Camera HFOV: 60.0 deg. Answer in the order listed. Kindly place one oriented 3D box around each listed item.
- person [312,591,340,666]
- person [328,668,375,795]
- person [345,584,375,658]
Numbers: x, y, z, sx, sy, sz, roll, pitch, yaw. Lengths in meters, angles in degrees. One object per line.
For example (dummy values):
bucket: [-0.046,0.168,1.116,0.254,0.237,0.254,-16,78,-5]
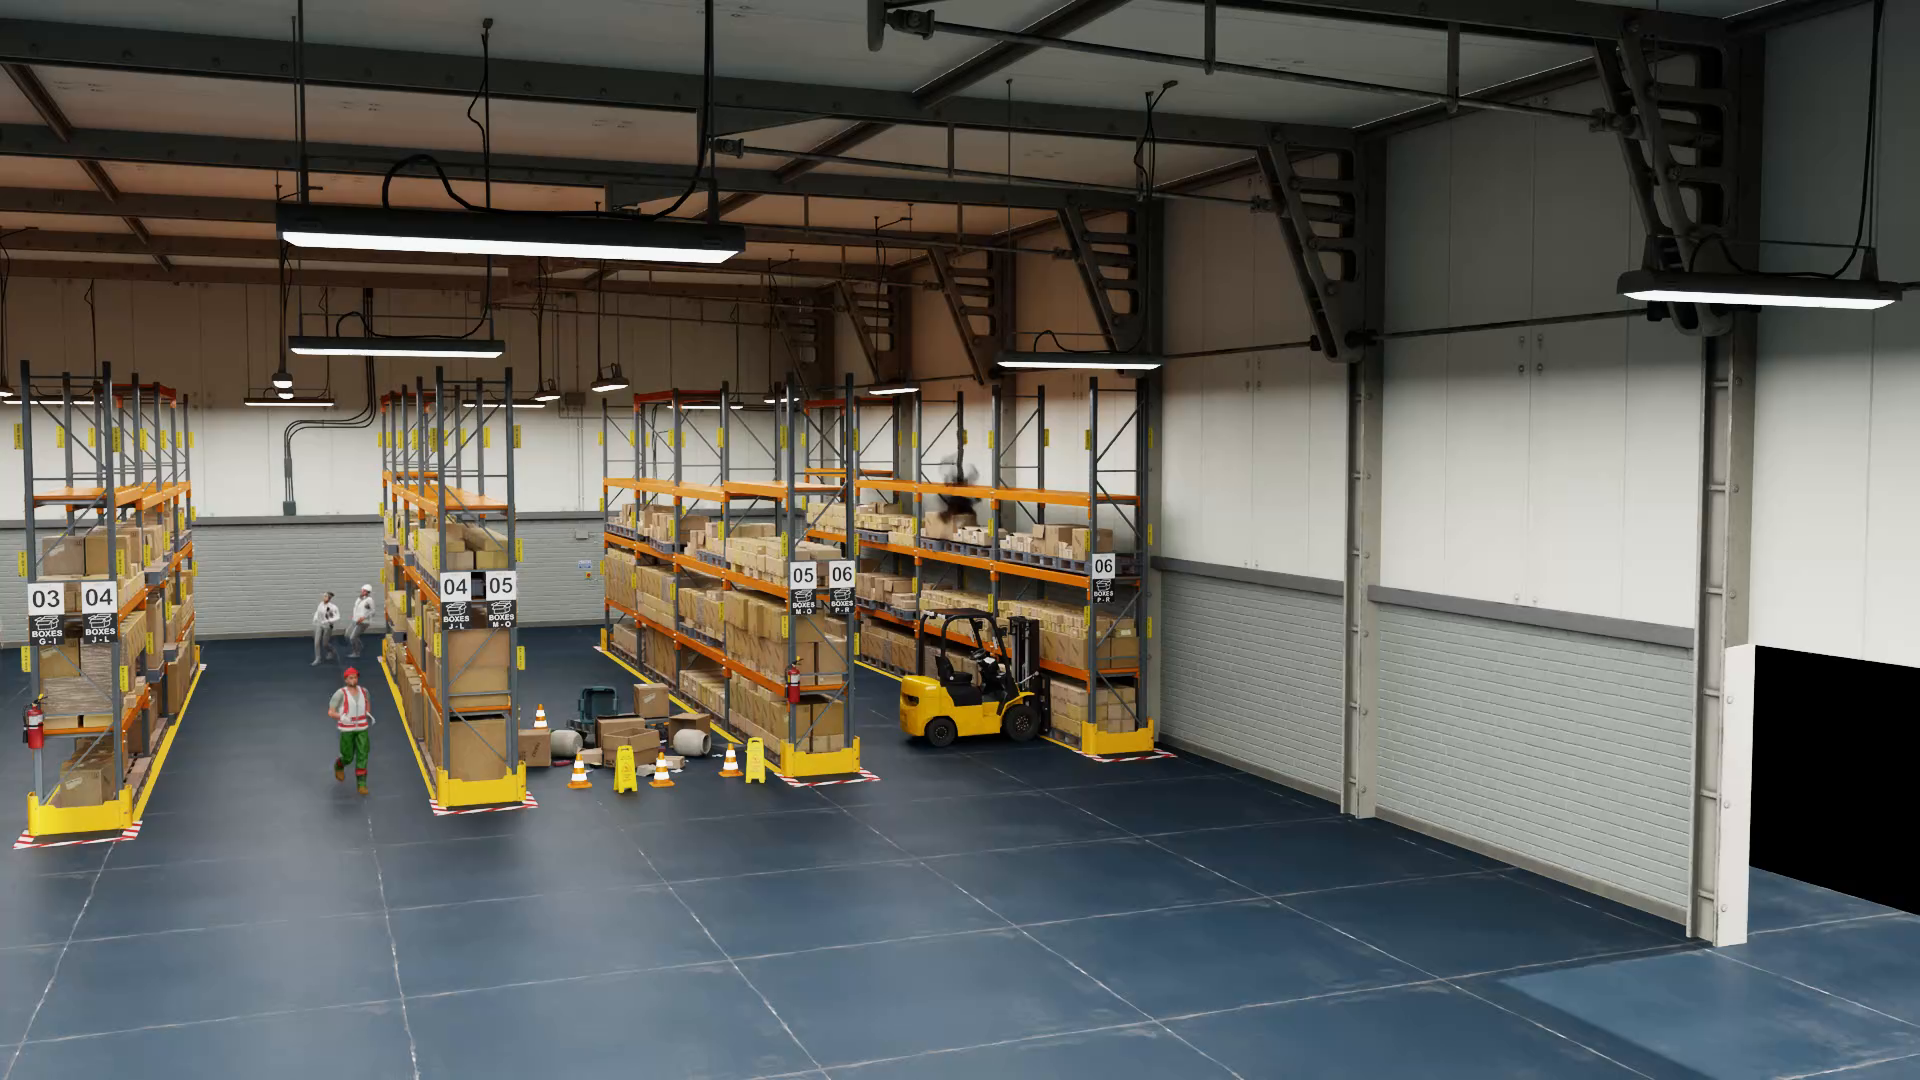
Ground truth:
person: [-14.155,1.959,37.206,0.660,1.672,0.761,1,4,14]
person: [-8.573,2.687,23.503,0.658,1.768,0.971,-3,5,-42]
person: [-13.780,1.860,38.148,0.701,1.692,0.535,3,4,40]
